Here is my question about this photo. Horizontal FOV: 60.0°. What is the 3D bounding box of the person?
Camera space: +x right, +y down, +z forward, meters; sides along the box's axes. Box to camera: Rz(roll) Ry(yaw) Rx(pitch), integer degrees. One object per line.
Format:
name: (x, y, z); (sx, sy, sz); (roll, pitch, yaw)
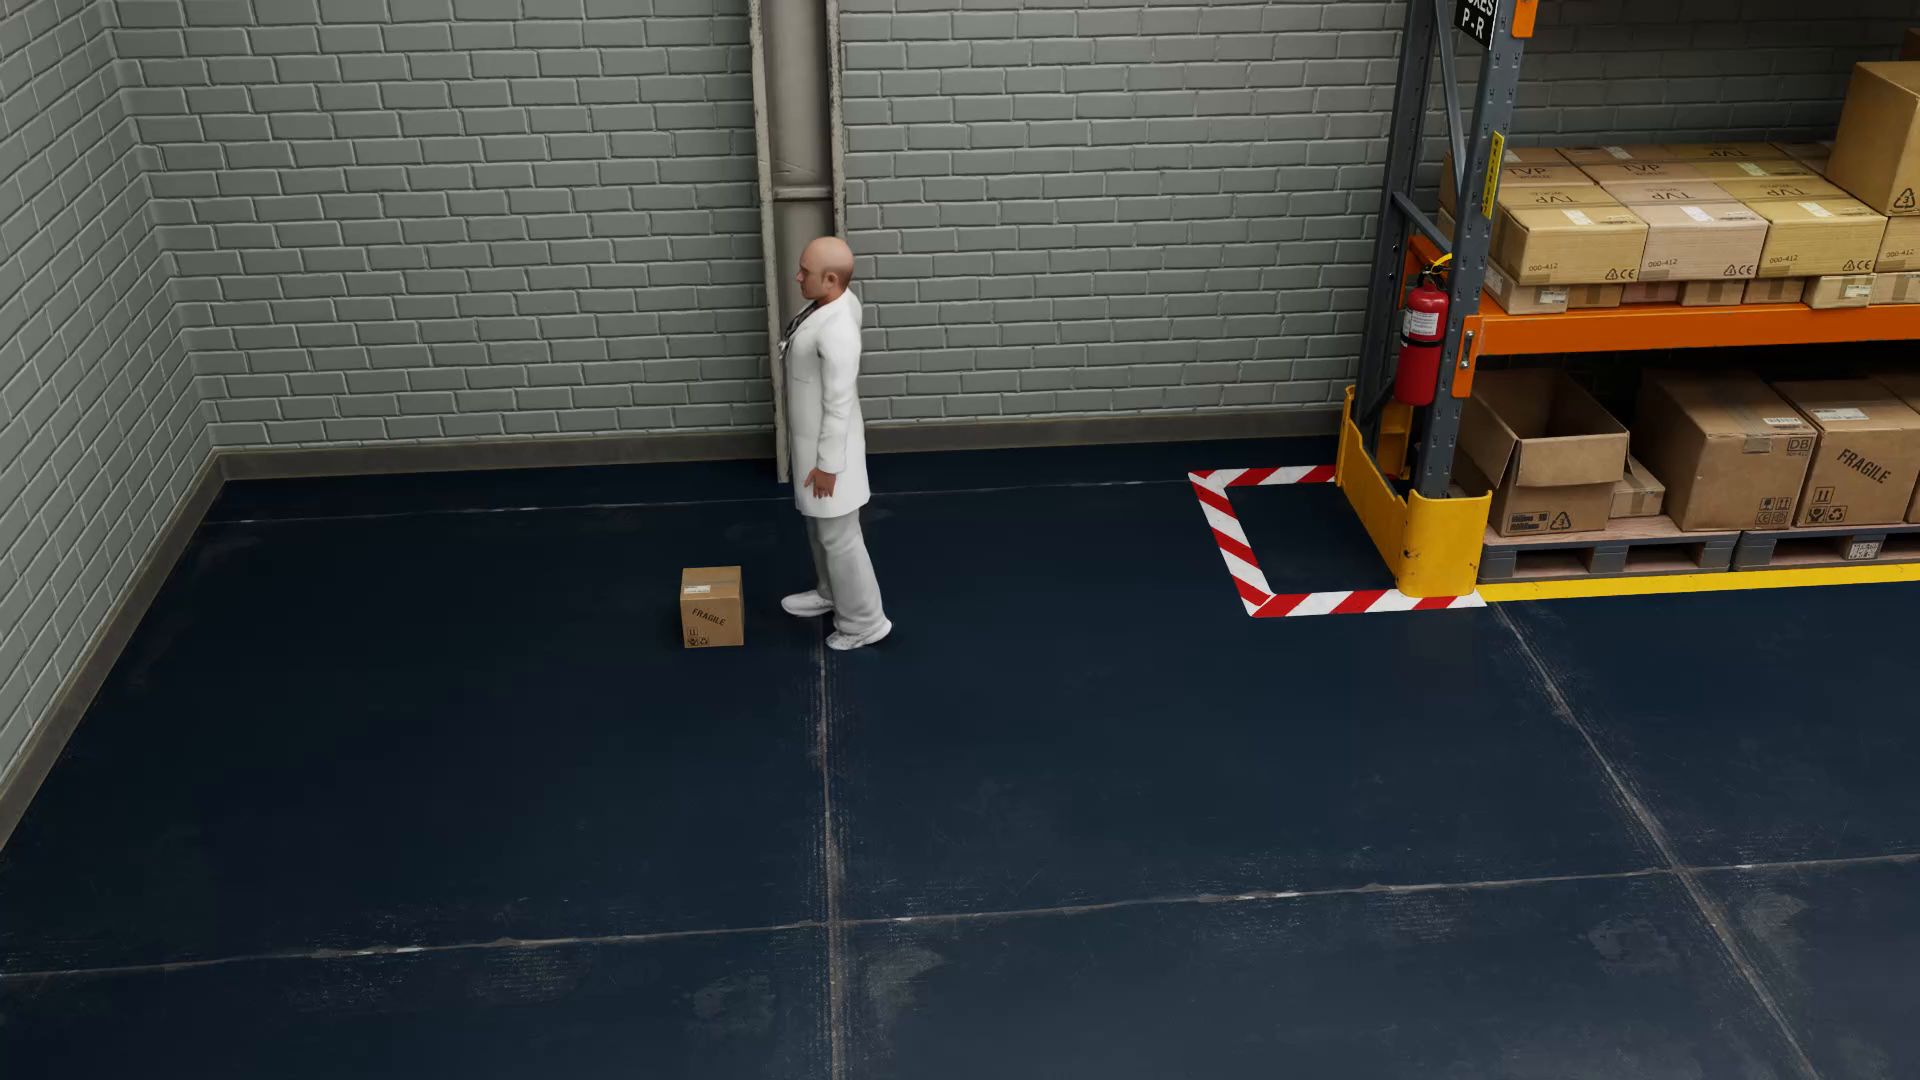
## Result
person: (-0.540, -0.360, 6.821); (0.480, 1.848, 0.573); (-2, 31, -4)
